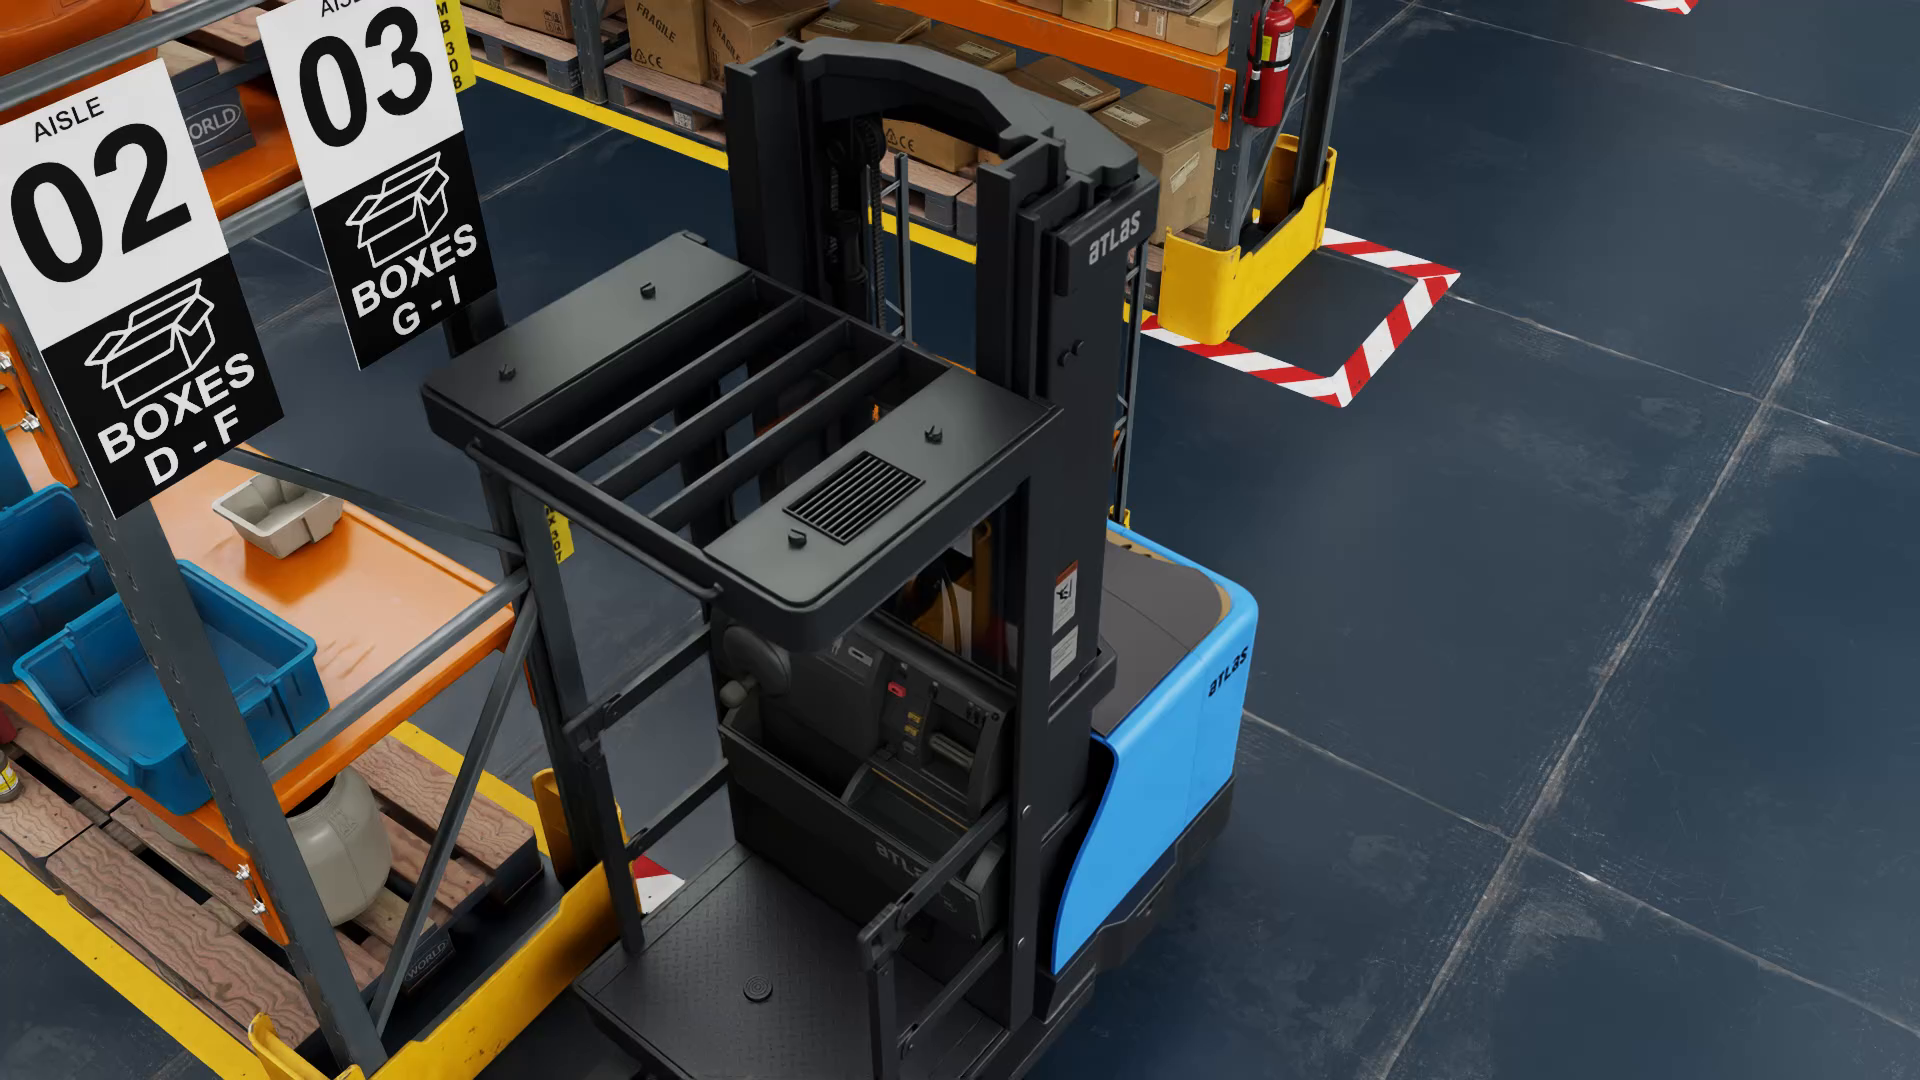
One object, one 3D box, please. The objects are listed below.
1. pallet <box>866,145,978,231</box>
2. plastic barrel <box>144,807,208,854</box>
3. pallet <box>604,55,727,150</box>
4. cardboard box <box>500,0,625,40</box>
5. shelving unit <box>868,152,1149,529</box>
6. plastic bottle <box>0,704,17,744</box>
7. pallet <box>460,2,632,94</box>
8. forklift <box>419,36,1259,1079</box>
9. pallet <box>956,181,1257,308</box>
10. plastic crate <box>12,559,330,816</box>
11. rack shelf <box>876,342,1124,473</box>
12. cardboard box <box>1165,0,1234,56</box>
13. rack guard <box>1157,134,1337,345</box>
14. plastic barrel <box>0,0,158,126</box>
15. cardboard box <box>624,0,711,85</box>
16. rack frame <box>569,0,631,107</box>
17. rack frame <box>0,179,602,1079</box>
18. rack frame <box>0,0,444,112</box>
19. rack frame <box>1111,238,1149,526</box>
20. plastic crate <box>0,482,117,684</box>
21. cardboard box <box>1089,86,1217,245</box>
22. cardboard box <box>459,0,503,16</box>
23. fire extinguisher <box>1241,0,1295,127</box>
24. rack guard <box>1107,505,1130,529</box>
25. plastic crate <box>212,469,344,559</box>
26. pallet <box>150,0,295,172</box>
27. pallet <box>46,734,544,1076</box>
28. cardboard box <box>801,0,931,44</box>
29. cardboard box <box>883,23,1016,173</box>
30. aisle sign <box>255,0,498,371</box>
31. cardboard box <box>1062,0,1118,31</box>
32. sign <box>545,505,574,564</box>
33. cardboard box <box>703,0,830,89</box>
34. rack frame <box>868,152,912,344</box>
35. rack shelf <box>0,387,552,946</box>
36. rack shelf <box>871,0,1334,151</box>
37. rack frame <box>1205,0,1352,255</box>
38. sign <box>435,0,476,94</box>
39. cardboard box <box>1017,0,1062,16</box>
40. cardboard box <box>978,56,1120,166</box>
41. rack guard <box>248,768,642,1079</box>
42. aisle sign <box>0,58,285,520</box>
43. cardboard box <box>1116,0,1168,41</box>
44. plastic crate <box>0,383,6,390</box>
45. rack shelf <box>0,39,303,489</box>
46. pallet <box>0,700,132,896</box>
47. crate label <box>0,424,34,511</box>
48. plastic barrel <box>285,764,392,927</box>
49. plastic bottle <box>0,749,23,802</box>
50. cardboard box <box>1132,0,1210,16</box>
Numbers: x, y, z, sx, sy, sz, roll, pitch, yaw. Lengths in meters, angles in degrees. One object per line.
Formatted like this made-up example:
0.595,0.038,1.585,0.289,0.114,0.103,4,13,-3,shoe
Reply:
-0.251,-2.153,8.998,1.213,0.211,1.003,25,48,25,pallet
-2.387,0.707,5.261,0.421,0.512,0.421,0,42,0,plastic barrel
-1.254,-2.620,9.519,1.213,0.211,1.003,25,48,25,pallet
-2.315,-3.376,9.818,0.500,0.500,0.700,22,46,22,cardboard box
0.062,-0.530,6.217,1.083,1.500,0.587,25,48,25,shelving unit
-3.279,0.554,5.589,0.133,0.283,0.061,25,48,25,plastic bottle
-2.463,-3.155,10.117,1.213,0.211,1.003,25,48,25,pallet
-0.406,0.435,4.066,1.130,2.935,3.031,28,49,28,forklift
0.743,-1.685,8.475,1.213,0.211,1.003,25,48,25,pallet
-1.975,0.366,4.203,0.616,0.251,0.499,25,48,25,plastic crate
0.070,-0.392,6.333,1.000,0.185,0.538,25,48,25,rack shelf
1.098,-2.268,7.224,0.250,0.149,0.380,25,48,25,cardboard box
1.388,-1.463,8.010,0.348,0.500,1.175,25,48,25,rack guard
-1.864,-1.212,2.969,0.708,0.830,0.600,25,48,25,plastic barrel
-1.520,-2.947,9.353,0.500,0.500,0.500,24,47,24,cardboard box
-1.825,-3.897,8.855,0.127,3.000,1.000,25,48,25,rack frame
-1.394,0.339,4.122,0.127,3.000,1.000,25,48,25,rack frame
-1.394,-1.897,2.121,0.127,3.000,1.000,25,48,25,rack frame
0.486,-0.332,5.996,0.032,1.500,0.500,25,48,25,rack frame
-2.504,0.114,4.484,0.408,0.251,0.499,25,48,25,plastic crate
0.949,-1.838,8.115,0.500,0.500,0.500,-33,51,-31,cardboard box
-2.695,-3.569,10.034,0.500,0.500,0.700,25,47,25,cardboard box
1.279,-2.041,6.839,0.183,0.674,0.296,25,48,25,fire extinguisher
0.470,0.127,6.421,0.087,0.250,0.587,25,48,25,rack guard
-1.942,-0.081,4.789,0.250,0.136,0.298,25,48,25,plastic crate
-2.015,-1.079,3.598,1.213,0.211,1.003,25,48,25,pallet
-2.145,1.061,5.406,1.213,0.211,1.003,25,48,25,pallet
-0.493,-2.537,8.895,0.500,0.500,0.500,21,46,22,cardboard box
-0.062,-2.299,8.629,0.500,0.500,0.500,30,50,29,cardboard box
-1.167,-0.762,3.403,0.004,0.787,0.394,25,48,25,aisle sign
0.660,-2.432,7.406,0.250,0.149,0.380,25,48,25,cardboard box
-1.074,-0.063,4.363,0.005,0.325,0.100,25,48,25,sign
-1.047,-2.732,9.113,0.500,0.500,0.500,-26,48,-26,cardboard box
-0.346,-0.721,6.431,0.032,1.500,0.500,25,48,25,rack frame
-3.031,-0.159,5.217,4.000,0.370,1.077,25,48,25,rack shelf
-0.187,-2.863,8.239,4.000,0.370,1.077,25,48,25,rack shelf
1.450,-2.365,7.144,0.127,3.000,1.000,25,48,25,rack frame
-1.074,-1.081,3.452,0.005,0.325,0.100,25,48,25,sign
0.464,-2.536,7.523,0.250,0.149,0.380,25,48,25,cardboard box
0.440,-2.049,8.350,0.500,0.500,0.500,-29,49,-28,cardboard box
-1.483,1.267,4.959,0.348,0.500,1.175,25,48,25,rack guard
-1.505,-0.440,3.043,0.004,0.787,0.394,25,48,25,aisle sign
0.894,-2.364,7.331,0.250,0.149,0.380,25,48,25,cardboard box
-3.194,-0.611,5.381,0.437,0.136,0.530,25,48,25,plastic crate
-3.031,-1.277,4.217,4.000,0.370,1.077,25,48,25,rack shelf
-3.140,0.593,5.929,1.213,0.211,1.003,25,48,25,pallet
-3.056,-0.231,4.733,0.616,0.435,0.502,25,48,25,crate label
-1.976,0.899,5.046,0.421,0.512,0.421,0,42,0,plastic barrel
-3.149,0.754,5.427,0.097,0.201,0.097,0,42,0,plastic bottle
1.016,-2.739,7.263,0.500,0.500,0.875,25,48,25,cardboard box
